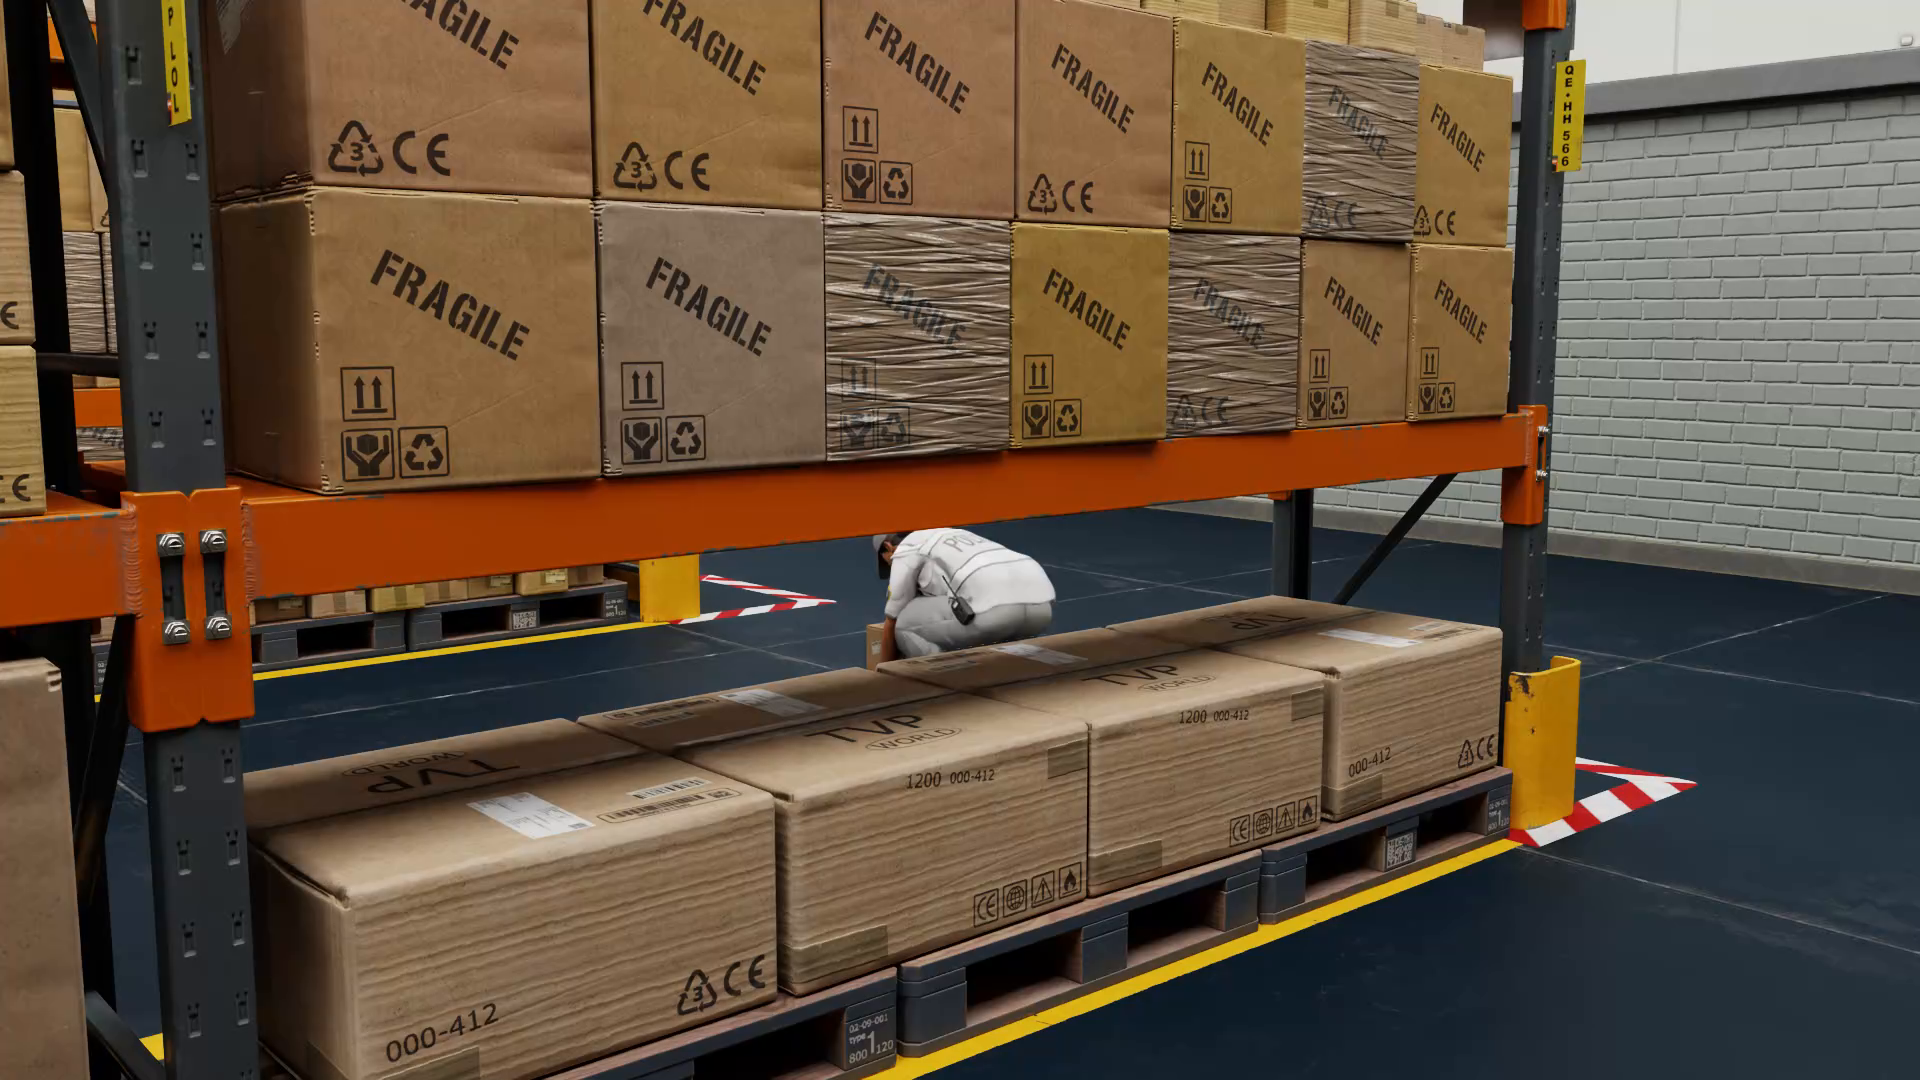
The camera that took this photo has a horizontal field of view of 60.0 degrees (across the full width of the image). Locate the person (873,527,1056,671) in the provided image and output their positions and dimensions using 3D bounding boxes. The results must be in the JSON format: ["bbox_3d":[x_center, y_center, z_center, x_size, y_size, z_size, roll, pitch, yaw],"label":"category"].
[{"bbox_3d":[-0.020,0.325,7.093,0.522,0.795,0.910,-7,10,-42],"label":"person"}]
